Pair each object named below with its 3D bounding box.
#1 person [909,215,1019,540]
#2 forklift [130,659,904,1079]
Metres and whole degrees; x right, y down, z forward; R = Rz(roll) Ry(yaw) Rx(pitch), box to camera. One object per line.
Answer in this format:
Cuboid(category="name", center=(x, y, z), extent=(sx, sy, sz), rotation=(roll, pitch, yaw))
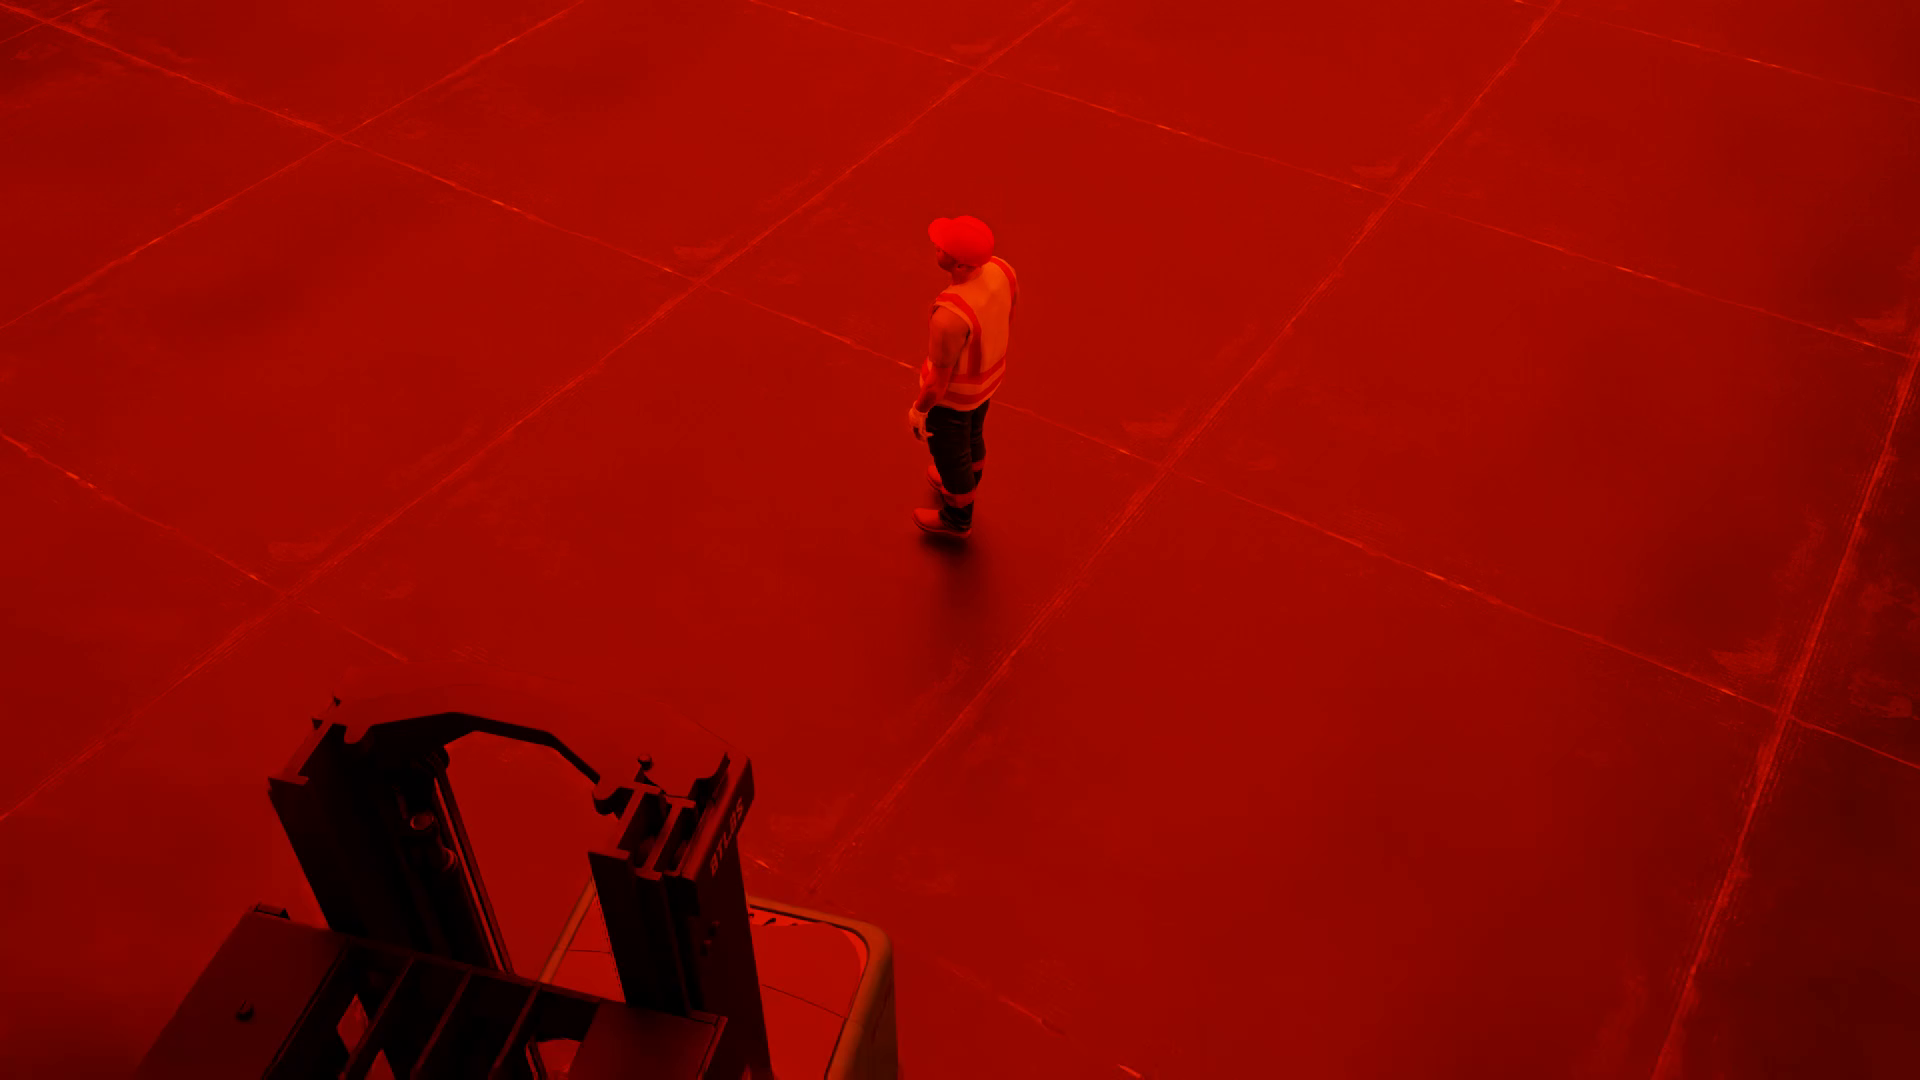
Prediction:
Cuboid(category="person", center=(-0.062, -0.720, 7.369), extent=(0.561, 1.789, 0.638), rotation=(24, 48, 23))
Cuboid(category="forklift", center=(-1.068, 1.814, 3.936), extent=(1.130, 2.935, 3.031), rotation=(10, 44, 11))
